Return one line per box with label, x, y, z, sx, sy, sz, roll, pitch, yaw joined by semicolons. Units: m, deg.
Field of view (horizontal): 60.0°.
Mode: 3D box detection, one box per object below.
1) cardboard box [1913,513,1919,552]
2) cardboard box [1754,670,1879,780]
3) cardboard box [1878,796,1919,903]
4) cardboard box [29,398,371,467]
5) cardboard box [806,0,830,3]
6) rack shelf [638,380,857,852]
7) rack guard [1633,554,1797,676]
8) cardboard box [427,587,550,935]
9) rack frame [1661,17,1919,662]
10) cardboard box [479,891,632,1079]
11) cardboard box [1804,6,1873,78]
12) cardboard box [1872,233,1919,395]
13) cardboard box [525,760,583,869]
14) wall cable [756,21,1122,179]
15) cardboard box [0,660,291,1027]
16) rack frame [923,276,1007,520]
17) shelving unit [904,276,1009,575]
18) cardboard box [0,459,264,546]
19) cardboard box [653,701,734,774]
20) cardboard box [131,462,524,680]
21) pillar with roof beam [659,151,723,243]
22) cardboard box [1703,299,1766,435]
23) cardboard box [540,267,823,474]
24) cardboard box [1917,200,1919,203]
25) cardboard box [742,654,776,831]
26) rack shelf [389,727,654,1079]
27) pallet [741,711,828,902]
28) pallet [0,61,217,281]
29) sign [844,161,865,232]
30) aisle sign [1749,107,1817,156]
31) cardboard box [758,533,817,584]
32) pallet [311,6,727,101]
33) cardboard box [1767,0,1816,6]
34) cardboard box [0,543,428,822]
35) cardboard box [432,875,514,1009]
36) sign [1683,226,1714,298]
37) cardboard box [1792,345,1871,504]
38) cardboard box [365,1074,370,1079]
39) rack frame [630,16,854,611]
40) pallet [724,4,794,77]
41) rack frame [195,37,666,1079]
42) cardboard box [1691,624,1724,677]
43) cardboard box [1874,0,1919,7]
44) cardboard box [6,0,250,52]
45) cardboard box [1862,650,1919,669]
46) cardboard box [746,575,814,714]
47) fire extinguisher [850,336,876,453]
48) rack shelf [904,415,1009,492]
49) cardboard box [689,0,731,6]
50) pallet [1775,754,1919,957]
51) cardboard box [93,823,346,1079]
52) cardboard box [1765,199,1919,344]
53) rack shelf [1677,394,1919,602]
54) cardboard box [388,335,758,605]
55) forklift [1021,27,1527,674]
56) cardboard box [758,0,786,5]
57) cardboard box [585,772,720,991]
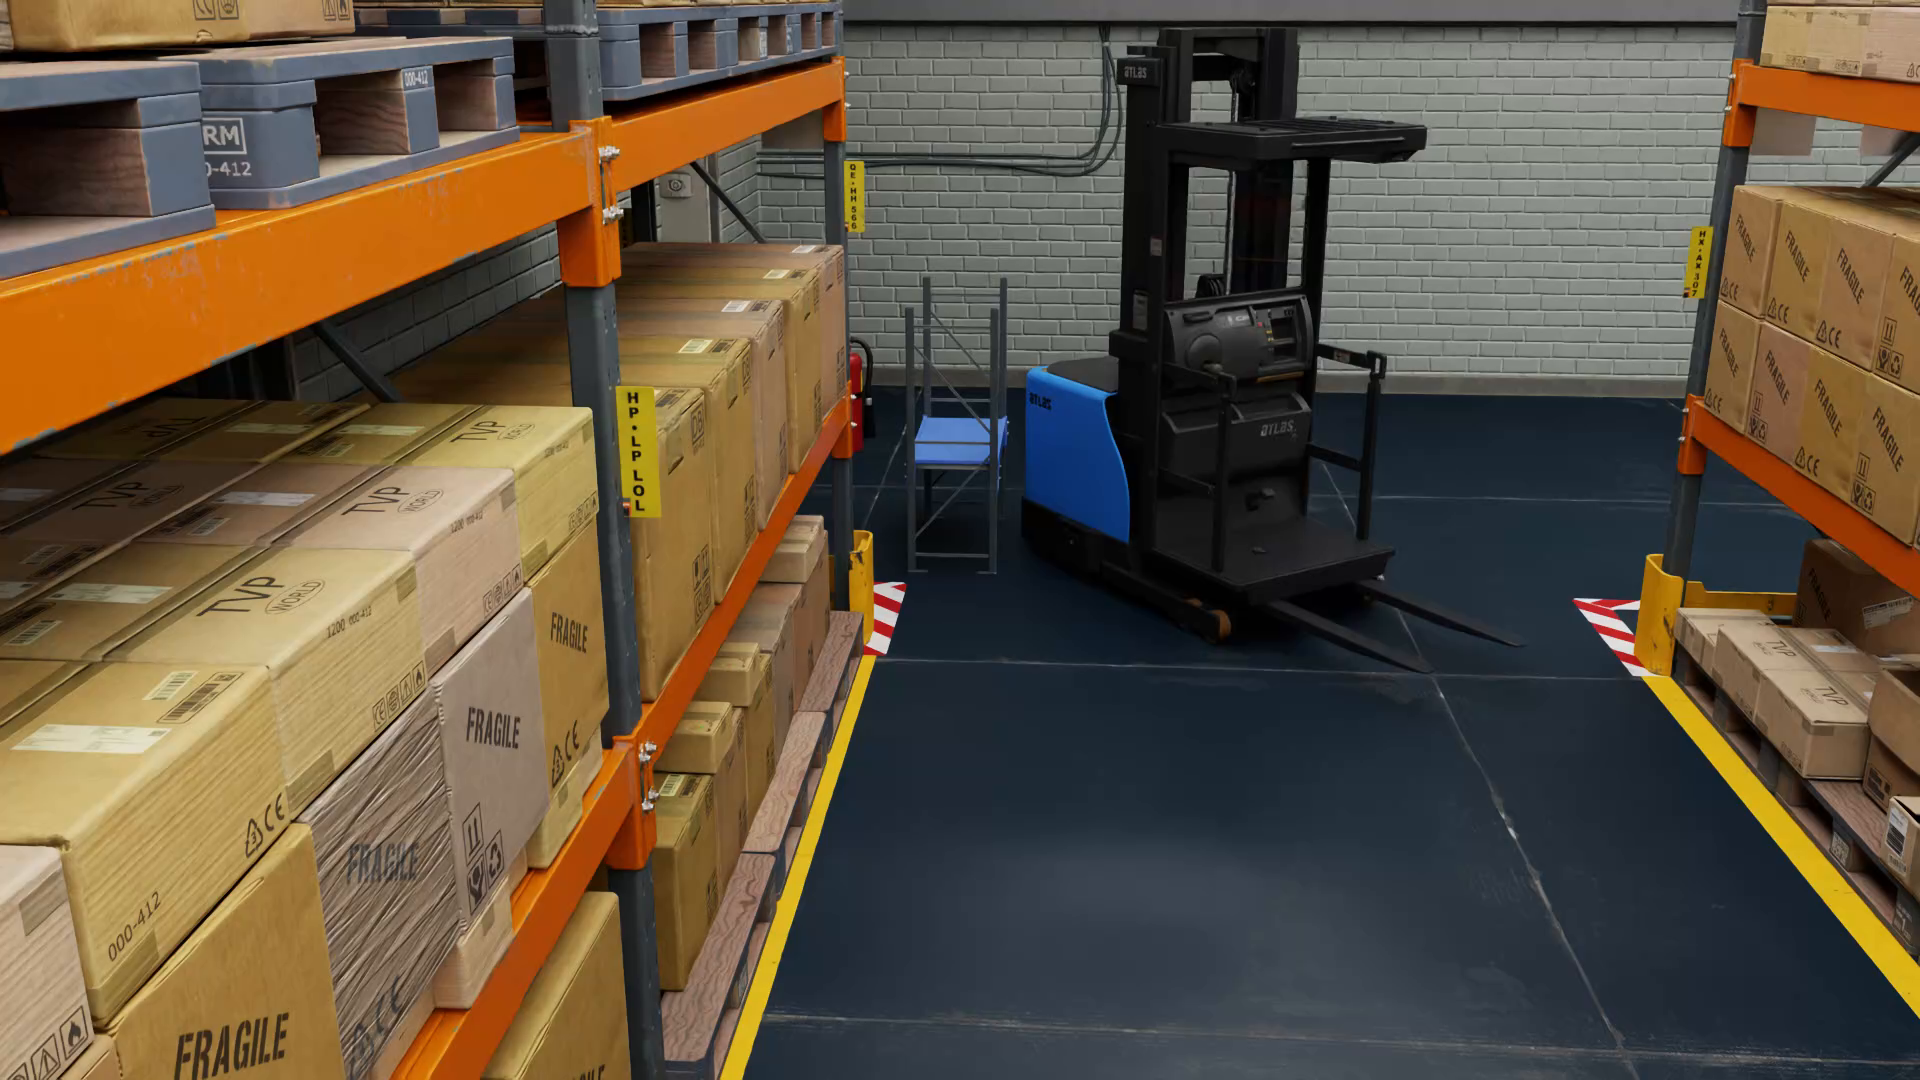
cardboard box;3.470;-0.126;5.331;0.500;0.500;0.500;2;18;5
cardboard box;3.513;0.730;6.586;0.500;0.250;0.500;1;18;4
cardboard box;3.431;1.054;5.499;0.500;0.311;0.500;1;18;4
cardboard box;-1.614;-0.125;3.613;0.500;0.250;0.500;2;18;6
cardboard box;-0.822;-2.318;6.767;0.500;0.250;0.500;2;18;6
rack shelf;-1.178;0.013;6.221;1.077;0.370;4.000;1;18;4
rack guard;3.901;0.371;7.988;1.175;0.500;0.348;1;18;4
cardboard box;-1.130;0.402;3.209;0.500;0.500;0.500;1;18;4
rack frame;3.906;-0.840;7.670;1.000;3.000;0.127;1;18;4
cardboard box;-1.238;1.319;3.857;0.750;0.750;0.750;1;18;5
cardboard box;3.567;-1.886;6.284;0.500;0.250;0.500;1;18;4
cardboard box;3.505;-0.755;5.645;0.500;0.500;0.500;1;18;3
cardboard box;-1.058;0.593;3.668;0.380;0.149;0.250;2;18;5
wall cable;-0.273;-4.074;12.890;3.097;2.526;0.112;1;18;4
cardboard box;-1.218;0.364;2.121;0.500;0.250;0.500;1;18;3
rack frame;0.030;-0.844;10.090;0.500;1.500;0.032;1;18;4
shelving unit;-0.006;-0.686;9.609;0.538;1.500;1.048;1;18;4
cardboard box;-1.645;0.037;3.117;0.500;0.250;0.500;1;18;5
cardboard box;-0.959;0.640;5.450;0.380;0.149;0.250;2;18;6
cardboard box;-1.146;0.047;3.087;0.500;0.250;0.500;2;18;5
pillar with roof beam;2.590;-4.562;9.395;9.100;9.000;0.400;1;18;4
cardboard box;3.612;-0.756;7.252;0.500;0.500;0.500;2;18;5
cardboard box;-1.102;-0.707;6.783;0.980;0.700;0.700;1;18;3
cardboard box;4.113;-1.062;6.580;0.500;0.500;0.500;2;18;5
cardboard box;-1.087;0.736;6.201;0.700;0.500;0.500;2;18;5
rack shelf;-1.465;1.256;2.429;1.077;0.370;4.000;1;18;4
pallet;-1.104;1.003;6.522;1.003;0.211;1.213;1;18;4
pallet;-1.538;-0.349;1.658;1.003;0.211;1.213;2;18;6
sign;-0.494;-1.596;7.737;0.100;0.325;0.005;1;18;4
aisle sign;3.618;-2.103;7.350;0.394;0.787;0.004;1;18;4
cardboard box;-0.830;0.073;7.180;0.380;0.149;0.250;2;18;5
pallet;-1.252;-1.345;4.534;1.003;0.211;1.213;1;18;4
cardboard box;3.610;-2.278;6.680;0.500;0.250;0.500;1;18;4
cardboard box;-1.183;0.206;2.604;0.500;0.250;0.500;2;18;5
cardboard box;-1.082;0.755;3.172;0.380;0.149;0.250;1;18;4
sign;3.365;-1.264;7.572;0.100;0.325;0.005;1;18;4
cardboard box;3.541;-0.440;6.287;0.500;0.500;0.500;1;18;4
cardboard box;-1.198;0.907;2.708;0.380;0.149;0.250;1;18;2
rack frame;-1.035;-0.950;8.004;1.000;3.000;0.127;1;18;4
pallet;-1.162;-1.722;5.688;1.003;0.211;1.213;1;18;4
rack frame;-1.321;0.293;4.213;1.000;3.000;0.127;1;18;4
cardboard box;3.516;0.497;7.433;0.380;0.166;0.250;1;18;4
cardboard box;3.538;-1.968;5.732;0.500;0.250;0.500;1;18;4
cardboard box;-1.469;-0.944;2.303;0.700;0.500;0.500;1;18;3
cardboard box;3.994;0.595;7.133;0.380;0.166;0.250;1;18;4
cardboard box;-1.021;0.414;7.184;0.700;0.500;0.500;1;18;4
fire extinguisher;-0.564;-0.772;8.186;0.296;0.674;0.183;1;18;4
rack shelf;-0.006;-0.515;9.665;0.538;0.185;1.000;1;18;4
cardboard box;-0.958;-1.675;4.807;0.500;0.250;0.500;1;18;3
pallet;3.755;1.134;6.124;1.003;0.211;1.213;1;18;4
cardboard box;-1.205;0.713;2.260;0.500;0.500;0.500;2;18;5
cardboard box;3.582;-1.069;6.600;0.500;0.500;0.500;1;18;4
rack shelf;3.763;0.123;5.887;1.077;0.370;4.000;1;18;4
cardboard box;-1.208;-0.245;5.371;0.980;0.700;0.700;1;18;3
forklift;1.562;-1.044;8.402;1.130;2.935;3.031;-11;21;-30
cardboard box;-0.891;-1.994;5.780;0.500;0.250;0.500;1;18;2
cardboard box;-1.166;1.051;5.239;0.700;0.500;0.500;2;18;5
